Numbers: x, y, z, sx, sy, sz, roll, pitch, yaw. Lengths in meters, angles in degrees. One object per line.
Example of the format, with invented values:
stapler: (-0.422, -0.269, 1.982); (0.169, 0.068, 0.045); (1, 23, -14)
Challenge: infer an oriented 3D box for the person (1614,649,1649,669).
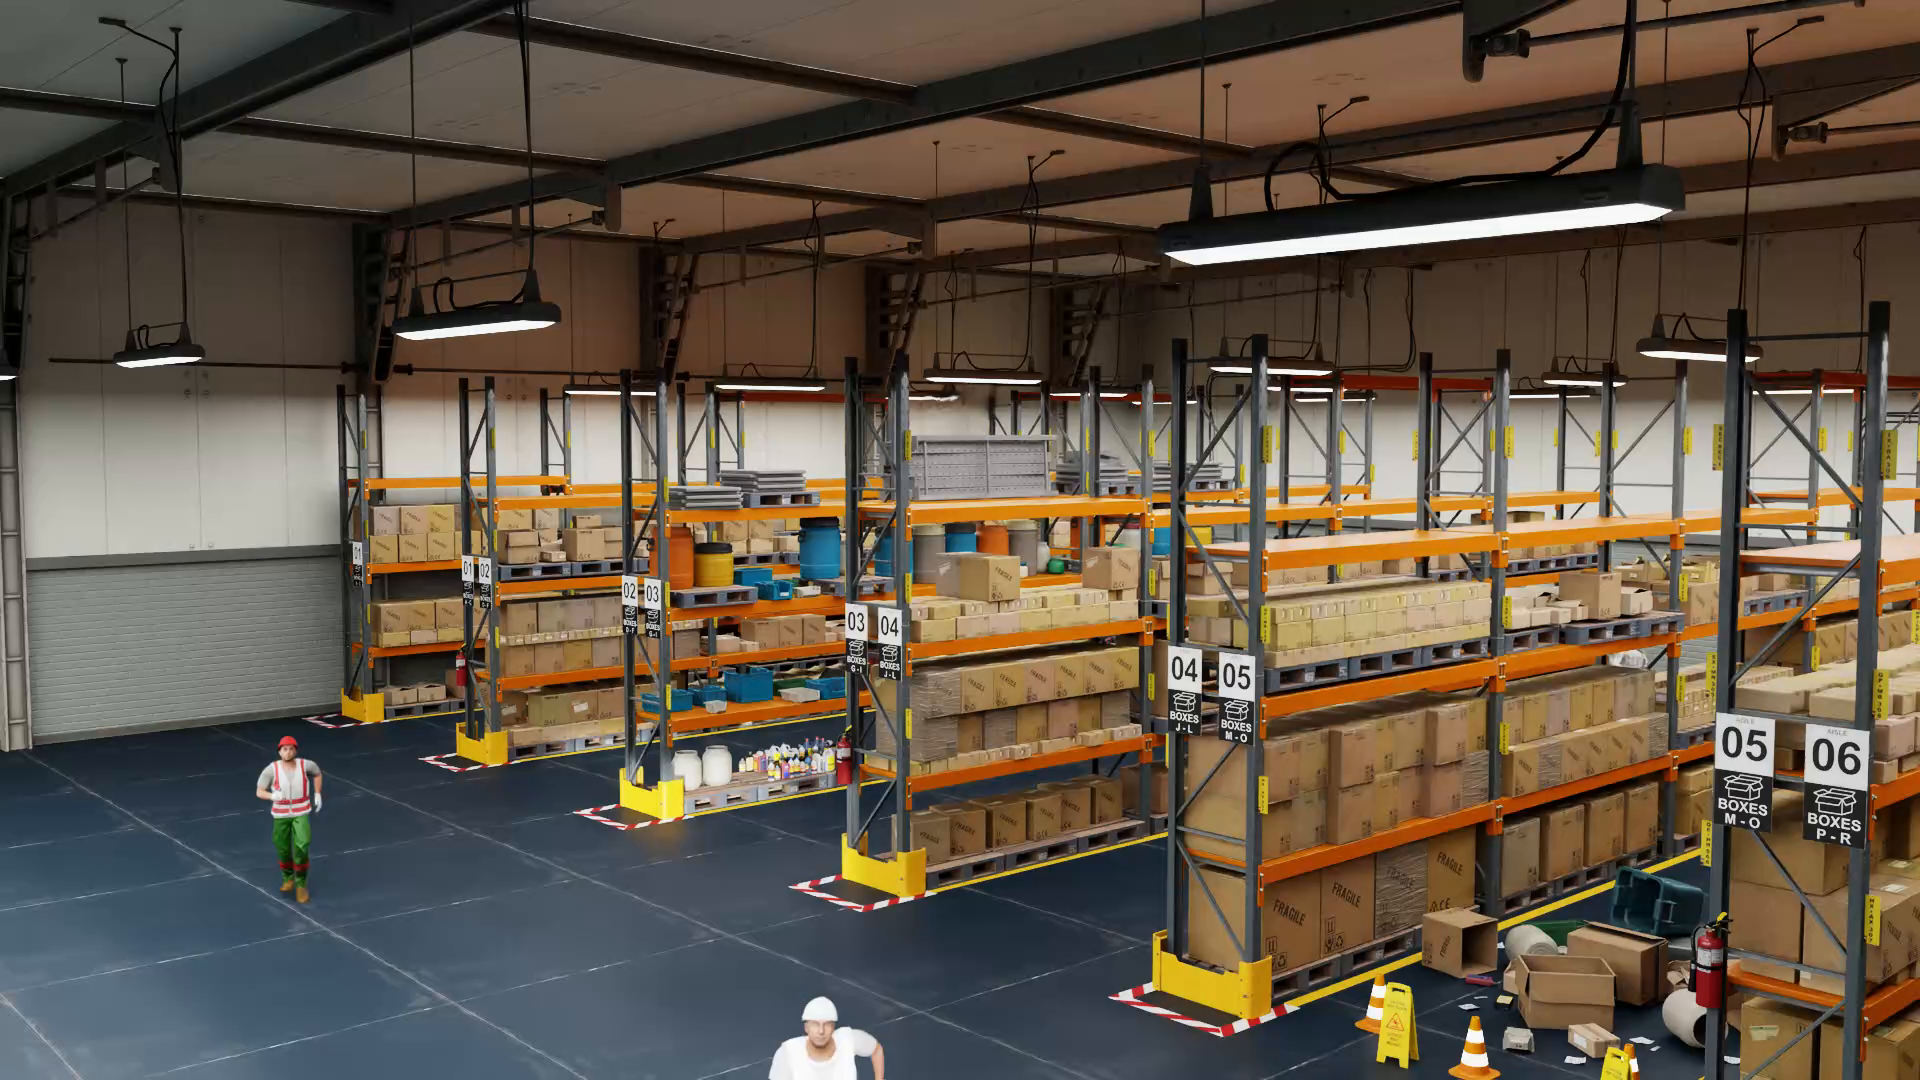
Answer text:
person: (12.012, 2.418, 29.603); (0.673, 1.654, 0.506); (-1, 4, -21)

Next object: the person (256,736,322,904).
person: (-7.371, 3.071, 18.293); (0.664, 1.852, 0.777); (-1, 4, -20)

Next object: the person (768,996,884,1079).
person: (-0.810, 3.616, 10.084); (0.715, 1.776, 0.832); (0, 4, -4)
